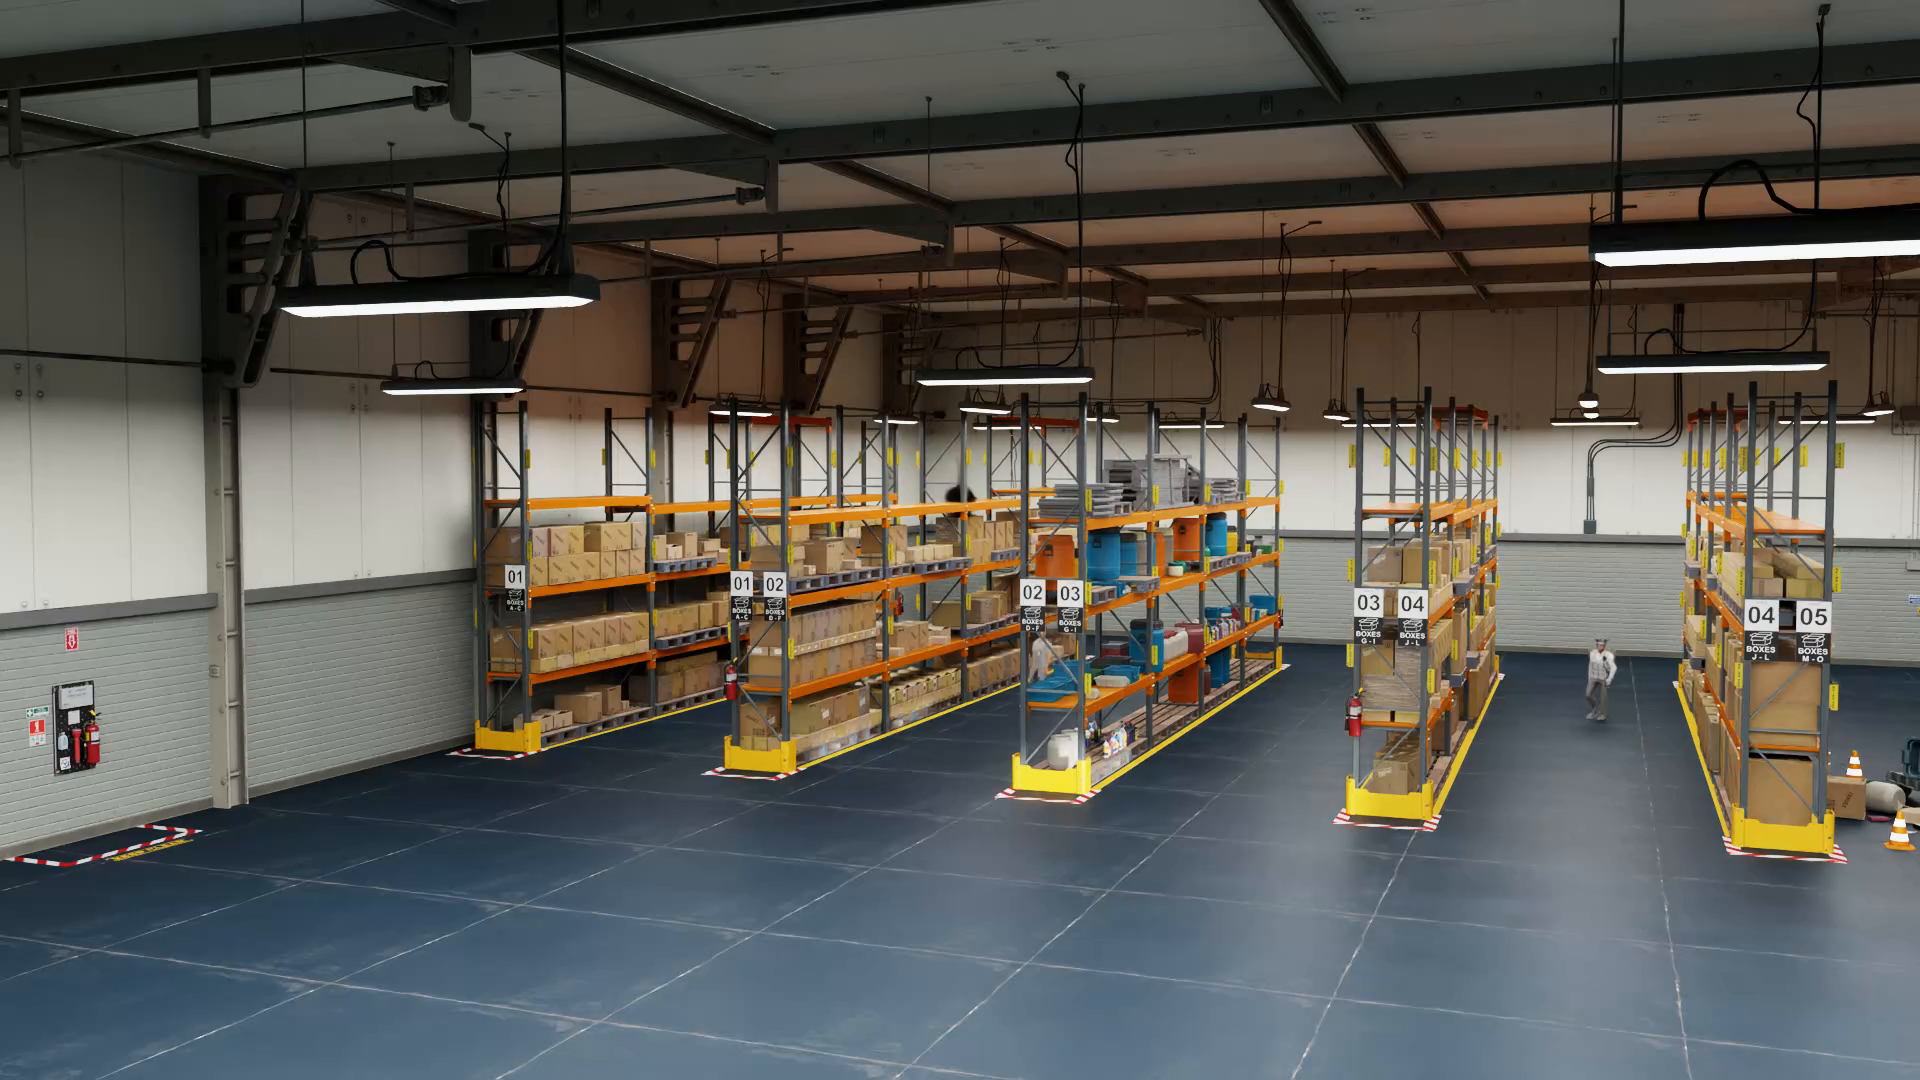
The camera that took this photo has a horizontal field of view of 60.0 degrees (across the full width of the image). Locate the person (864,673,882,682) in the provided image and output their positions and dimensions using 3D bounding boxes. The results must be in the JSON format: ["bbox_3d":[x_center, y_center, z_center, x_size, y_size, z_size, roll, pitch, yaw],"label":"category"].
[{"bbox_3d":[-1.909,2.396,35.569,0.661,1.789,0.780,2,3,32],"label":"person"}]

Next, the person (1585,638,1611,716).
[{"bbox_3d":[12.187,2.613,31.630,0.439,1.540,0.581,2,3,37],"label":"person"}]

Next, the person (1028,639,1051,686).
[{"bbox_3d":[1.615,2.650,33.468,0.586,1.328,0.477,2,3,36],"label":"person"}]
